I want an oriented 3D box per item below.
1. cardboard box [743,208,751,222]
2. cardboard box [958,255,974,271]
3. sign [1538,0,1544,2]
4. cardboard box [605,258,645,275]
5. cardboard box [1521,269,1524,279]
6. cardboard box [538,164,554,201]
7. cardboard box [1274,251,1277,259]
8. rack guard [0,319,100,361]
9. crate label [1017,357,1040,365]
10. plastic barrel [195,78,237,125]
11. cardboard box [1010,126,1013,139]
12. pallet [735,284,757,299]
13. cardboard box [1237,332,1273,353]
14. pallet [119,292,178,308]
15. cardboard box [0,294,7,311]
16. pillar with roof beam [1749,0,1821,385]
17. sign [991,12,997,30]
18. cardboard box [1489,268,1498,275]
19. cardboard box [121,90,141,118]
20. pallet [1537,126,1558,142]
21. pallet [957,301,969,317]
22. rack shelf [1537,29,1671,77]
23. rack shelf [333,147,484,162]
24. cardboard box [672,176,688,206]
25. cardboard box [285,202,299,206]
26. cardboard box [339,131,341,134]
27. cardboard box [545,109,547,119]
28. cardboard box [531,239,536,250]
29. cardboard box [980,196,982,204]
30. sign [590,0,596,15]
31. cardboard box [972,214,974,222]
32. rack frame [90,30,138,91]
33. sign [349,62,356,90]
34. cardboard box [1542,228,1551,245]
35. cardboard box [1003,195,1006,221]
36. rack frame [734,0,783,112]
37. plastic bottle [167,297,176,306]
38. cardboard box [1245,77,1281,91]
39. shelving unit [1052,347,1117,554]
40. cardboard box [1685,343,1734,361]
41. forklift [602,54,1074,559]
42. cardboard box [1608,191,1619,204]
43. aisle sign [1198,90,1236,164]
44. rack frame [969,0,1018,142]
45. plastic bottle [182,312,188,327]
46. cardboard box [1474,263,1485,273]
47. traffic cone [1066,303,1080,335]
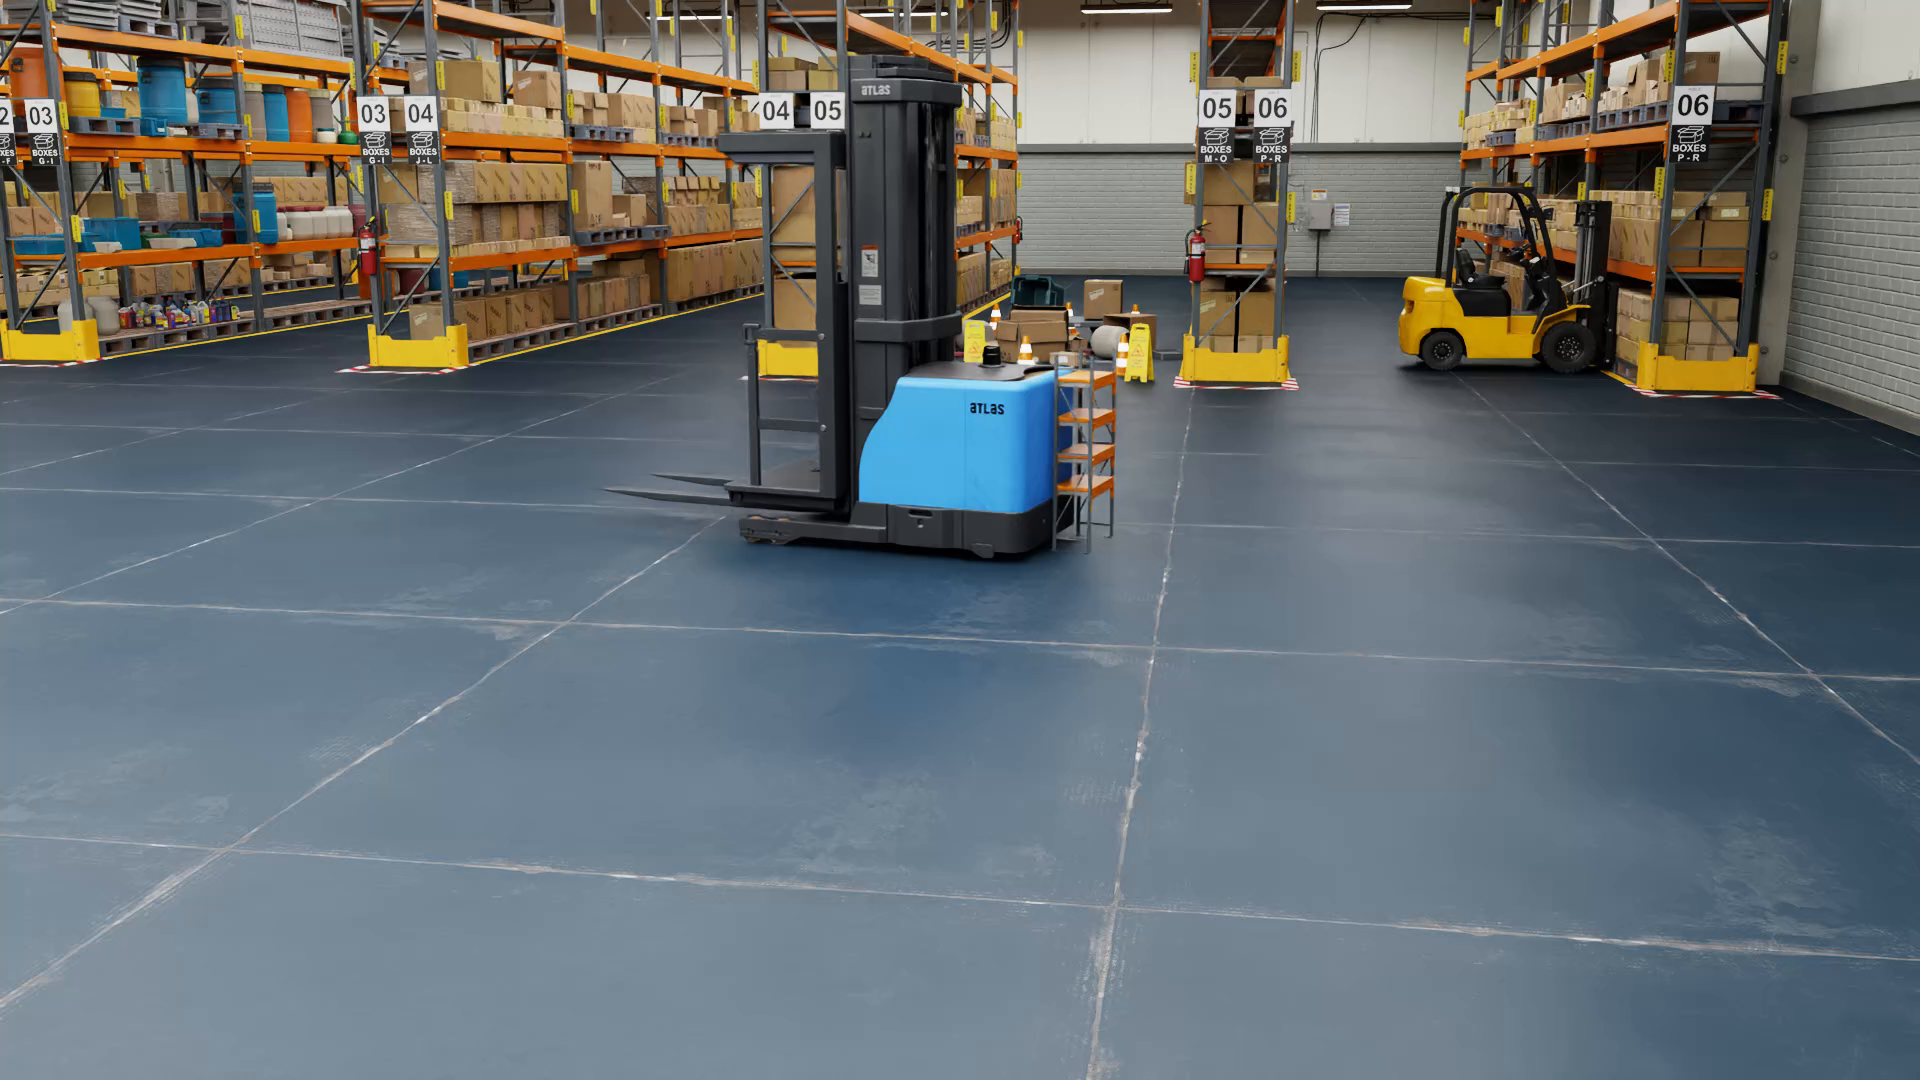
[{"bbox_3d":[-4.409,-6.367,32.568,0.500,0.250,0.500,2,12,8],"label":"cardboard box"},{"bbox_3d":[-0.039,-4.782,28.718,0.500,0.250,0.500,2,12,9],"label":"cardboard box"},{"bbox_3d":[8.723,-8.232,24.926,0.100,0.325,0.005,2,12,9],"label":"sign"},{"bbox_3d":[-5.510,-4.489,27.312,0.500,0.250,0.500,2,12,11],"label":"cardboard box"},{"bbox_3d":[9.086,-4.200,26.259,0.380,0.149,0.250,1,12,6],"label":"cardboard box"},{"bbox_3d":[-5.925,-4.913,22.855,0.500,0.500,0.500,2,12,9],"label":"cardboard box"},{"bbox_3d":[3.528,-3.330,19.422,0.380,0.149,0.250,1,12,7],"label":"cardboard box"},{"bbox_3d":[-11.596,-2.560,21.187,1.175,0.500,0.348,2,12,9],"label":"rack guard"},{"bbox_3d":[0.827,-2.146,20.126,0.250,0.136,0.298,-5,13,-21],"label":"crate label"},{"bbox_3d":[-11.082,-6.422,24.862,0.600,0.901,0.708,2,12,9],"label":"plastic barrel"},{"bbox_3d":[0.782,-8.180,33.379,0.500,0.250,0.500,2,12,7],"label":"cardboard box"},{"bbox_3d":[-4.627,-4.895,32.706,1.003,0.211,1.213,2,12,9],"label":"pallet"},{"bbox_3d":[3.522,-2.303,19.591,0.500,0.250,0.500,2,12,8],"label":"cardboard box"},{"bbox_3d":[-15.072,-4.382,30.328,1.003,0.211,1.213,2,12,9],"label":"pallet"},{"bbox_3d":[-15.453,-3.802,26.546,0.500,0.250,0.500,2,12,10],"label":"cardboard box"},{"bbox_3d":[4.774,-6.311,18.418,9.100,9.000,0.400,2,12,9],"label":"pillar with roof beam"},{"bbox_3d":[0.613,-9.371,30.021,0.100,0.325,0.005,2,12,9],"label":"sign"},{"bbox_3d":[9.579,-4.511,29.242,0.500,0.500,0.500,2,12,11],"label":"cardboard box"},{"bbox_3d":[-15.073,-7.792,29.800,0.500,0.500,0.500,2,12,9],"label":"cardboard box"},{"bbox_3d":[9.245,-6.018,24.628,1.213,0.211,1.003,2,12,11],"label":"pallet"},{"bbox_3d":[-0.430,-3.887,28.031,1.003,0.211,1.213,2,12,9],"label":"pallet"},{"bbox_3d":[8.953,-6.758,23.147,1.077,0.370,4.000,2,12,9],"label":"rack shelf"},{"bbox_3d":[-10.023,-6.961,30.262,1.077,0.370,4.000,2,12,9],"label":"rack shelf"},{"bbox_3d":[-5.205,-6.096,29.042,0.797,0.503,0.637,2,12,10],"label":"cardboard box"},{"bbox_3d":[-14.107,-6.781,34.601,0.500,0.500,0.500,2,12,8],"label":"cardboard box"},{"bbox_3d":[-13.821,-8.779,36.158,0.500,0.250,0.500,2,12,9],"label":"cardboard box"},{"bbox_3d":[-5.948,-5.895,23.018,0.380,0.149,0.250,2,12,9],"label":"cardboard box"},{"bbox_3d":[-6.037,-4.055,22.784,0.380,0.149,0.250,2,12,9],"label":"cardboard box"},{"bbox_3d":[0.195,-6.204,30.348,0.380,0.149,0.250,2,12,11],"label":"cardboard box"},{"bbox_3d":[-5.986,-8.754,27.158,0.100,0.325,0.005,2,12,9],"label":"sign"},{"bbox_3d":[0.043,-5.698,29.412,0.380,0.149,0.250,1,12,6],"label":"cardboard box"},{"bbox_3d":[-18.890,-10.349,37.155,1.000,3.000,0.127,2,12,9],"label":"rack frame"},{"bbox_3d":[-7.212,-5.526,19.792,0.100,0.325,0.005,2,12,9],"label":"sign"},{"bbox_3d":[8.796,-4.419,24.233,0.500,0.250,0.500,1,12,7],"label":"cardboard box"},{"bbox_3d":[0.625,-6.529,32.727,0.500,0.500,0.500,3,12,11],"label":"cardboard box"},{"bbox_3d":[-4.206,-9.868,34.921,1.000,3.000,0.127,2,12,9],"label":"rack frame"},{"bbox_3d":[-11.480,-3.363,24.222,0.144,0.351,0.185,2,12,10],"label":"plastic bottle"},{"bbox_3d":[3.381,-5.084,18.547,0.380,0.149,0.250,2,12,8],"label":"cardboard box"},{"bbox_3d":[0.769,-0.560,10.242,0.258,1.200,0.503,5,13,21],"label":"shelving unit"},{"bbox_3d":[8.299,-2.080,18.556,0.500,0.250,0.500,2,12,9],"label":"cardboard box"},{"bbox_3d":[-0.842,-1.498,10.489,3.031,2.935,1.130,5,13,21],"label":"forklift"},{"bbox_3d":[8.168,-4.195,20.354,0.380,0.149,0.250,2,12,8],"label":"cardboard box"},{"bbox_3d":[2.829,-4.551,18.318,0.394,0.787,0.004,2,12,9],"label":"aisle sign"},{"bbox_3d":[0.679,-9.686,34.078,1.000,3.000,0.127,2,12,9],"label":"rack frame"},{"bbox_3d":[-10.891,-3.092,23.319,0.097,0.201,0.097,0,12,0],"label":"plastic bottle"},{"bbox_3d":[9.974,-4.920,31.140,0.700,0.500,0.500,1,12,7],"label":"cardboard box"},{"bbox_3d":[1.604,-3.272,24.578,0.336,0.463,0.334,2,12,9],"label":"traffic cone"}]
